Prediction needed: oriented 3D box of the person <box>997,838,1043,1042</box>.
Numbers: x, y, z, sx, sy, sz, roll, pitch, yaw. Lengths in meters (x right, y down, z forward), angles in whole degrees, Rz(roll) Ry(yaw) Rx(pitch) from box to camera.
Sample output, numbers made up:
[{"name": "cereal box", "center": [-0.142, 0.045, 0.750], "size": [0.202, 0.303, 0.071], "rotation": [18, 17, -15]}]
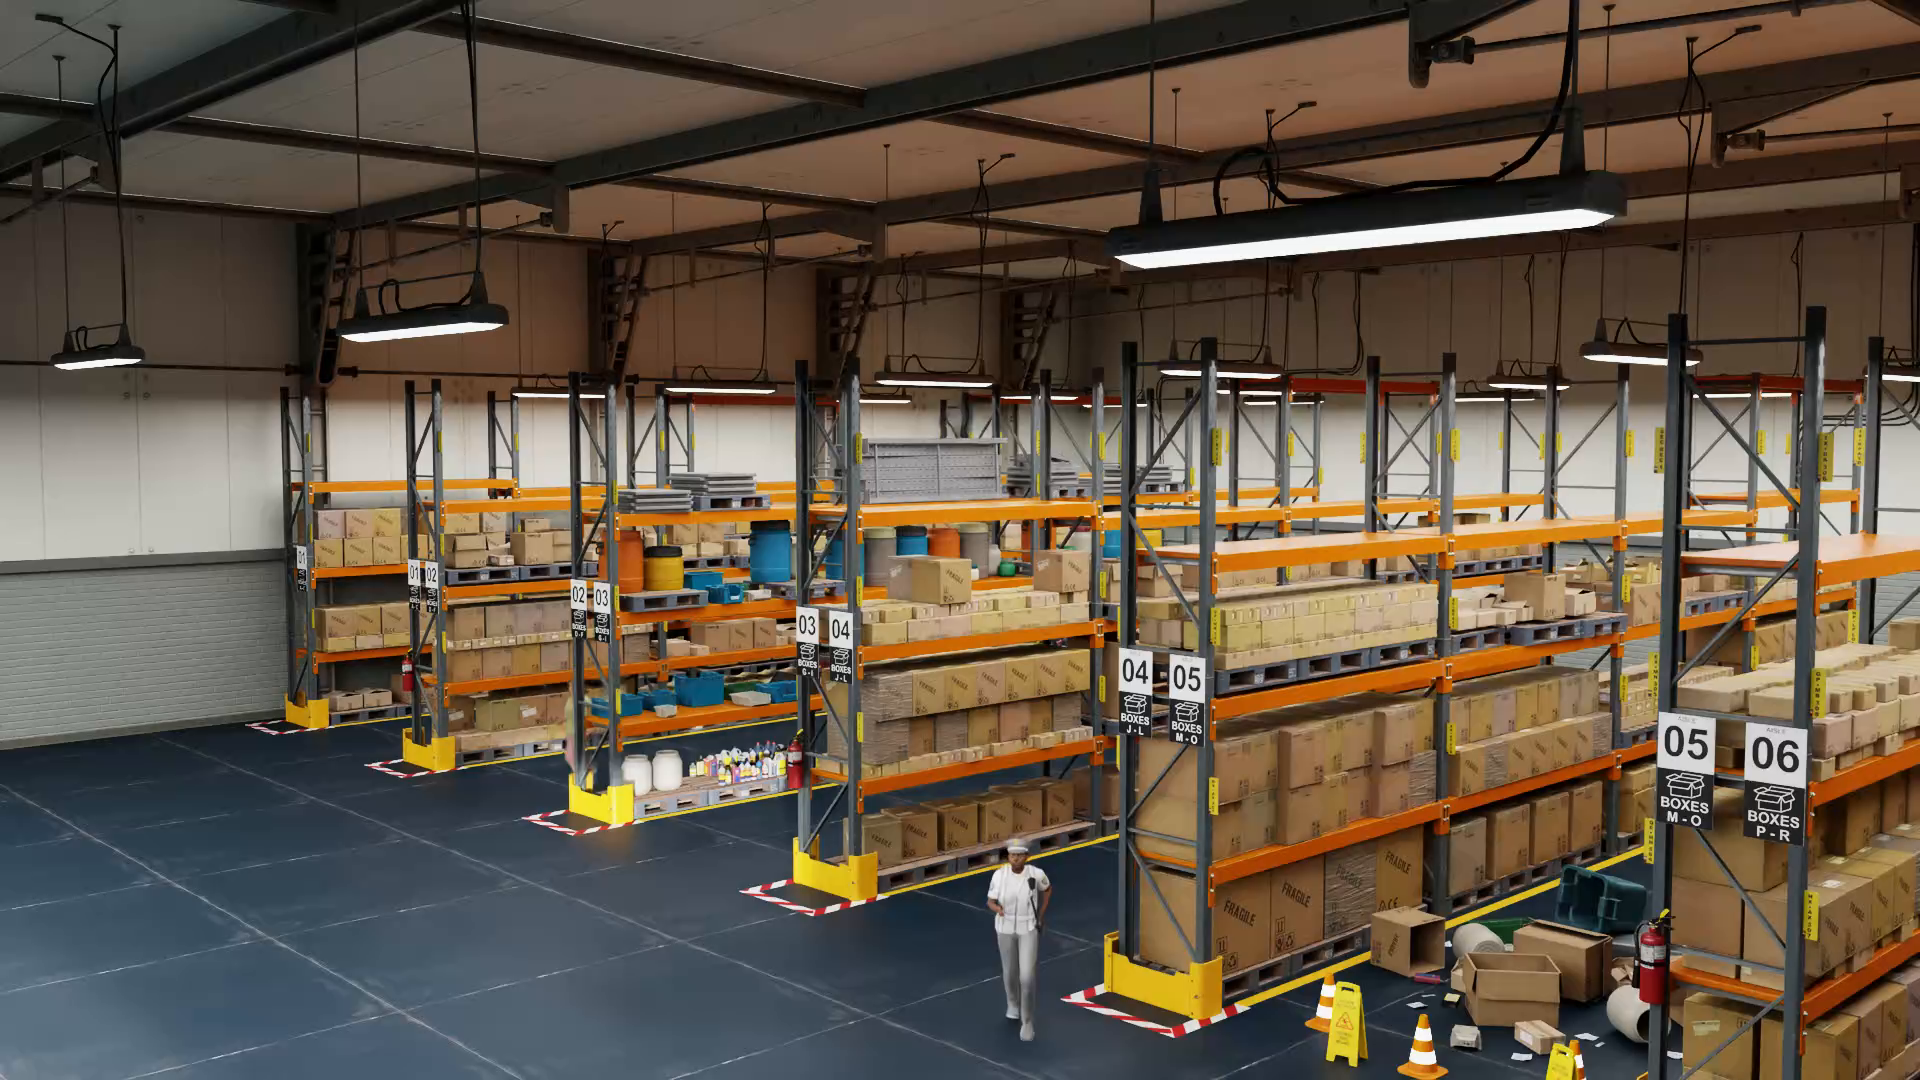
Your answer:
[{"name": "person", "center": [0.519, 3.406, 14.393], "size": [0.397, 1.738, 0.661], "rotation": [1, 4, 12]}]

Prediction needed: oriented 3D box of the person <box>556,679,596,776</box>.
[{"name": "person", "center": [-5.554, 2.810, 24.023], "size": [0.584, 1.639, 0.544], "rotation": [3, 5, 39]}]
